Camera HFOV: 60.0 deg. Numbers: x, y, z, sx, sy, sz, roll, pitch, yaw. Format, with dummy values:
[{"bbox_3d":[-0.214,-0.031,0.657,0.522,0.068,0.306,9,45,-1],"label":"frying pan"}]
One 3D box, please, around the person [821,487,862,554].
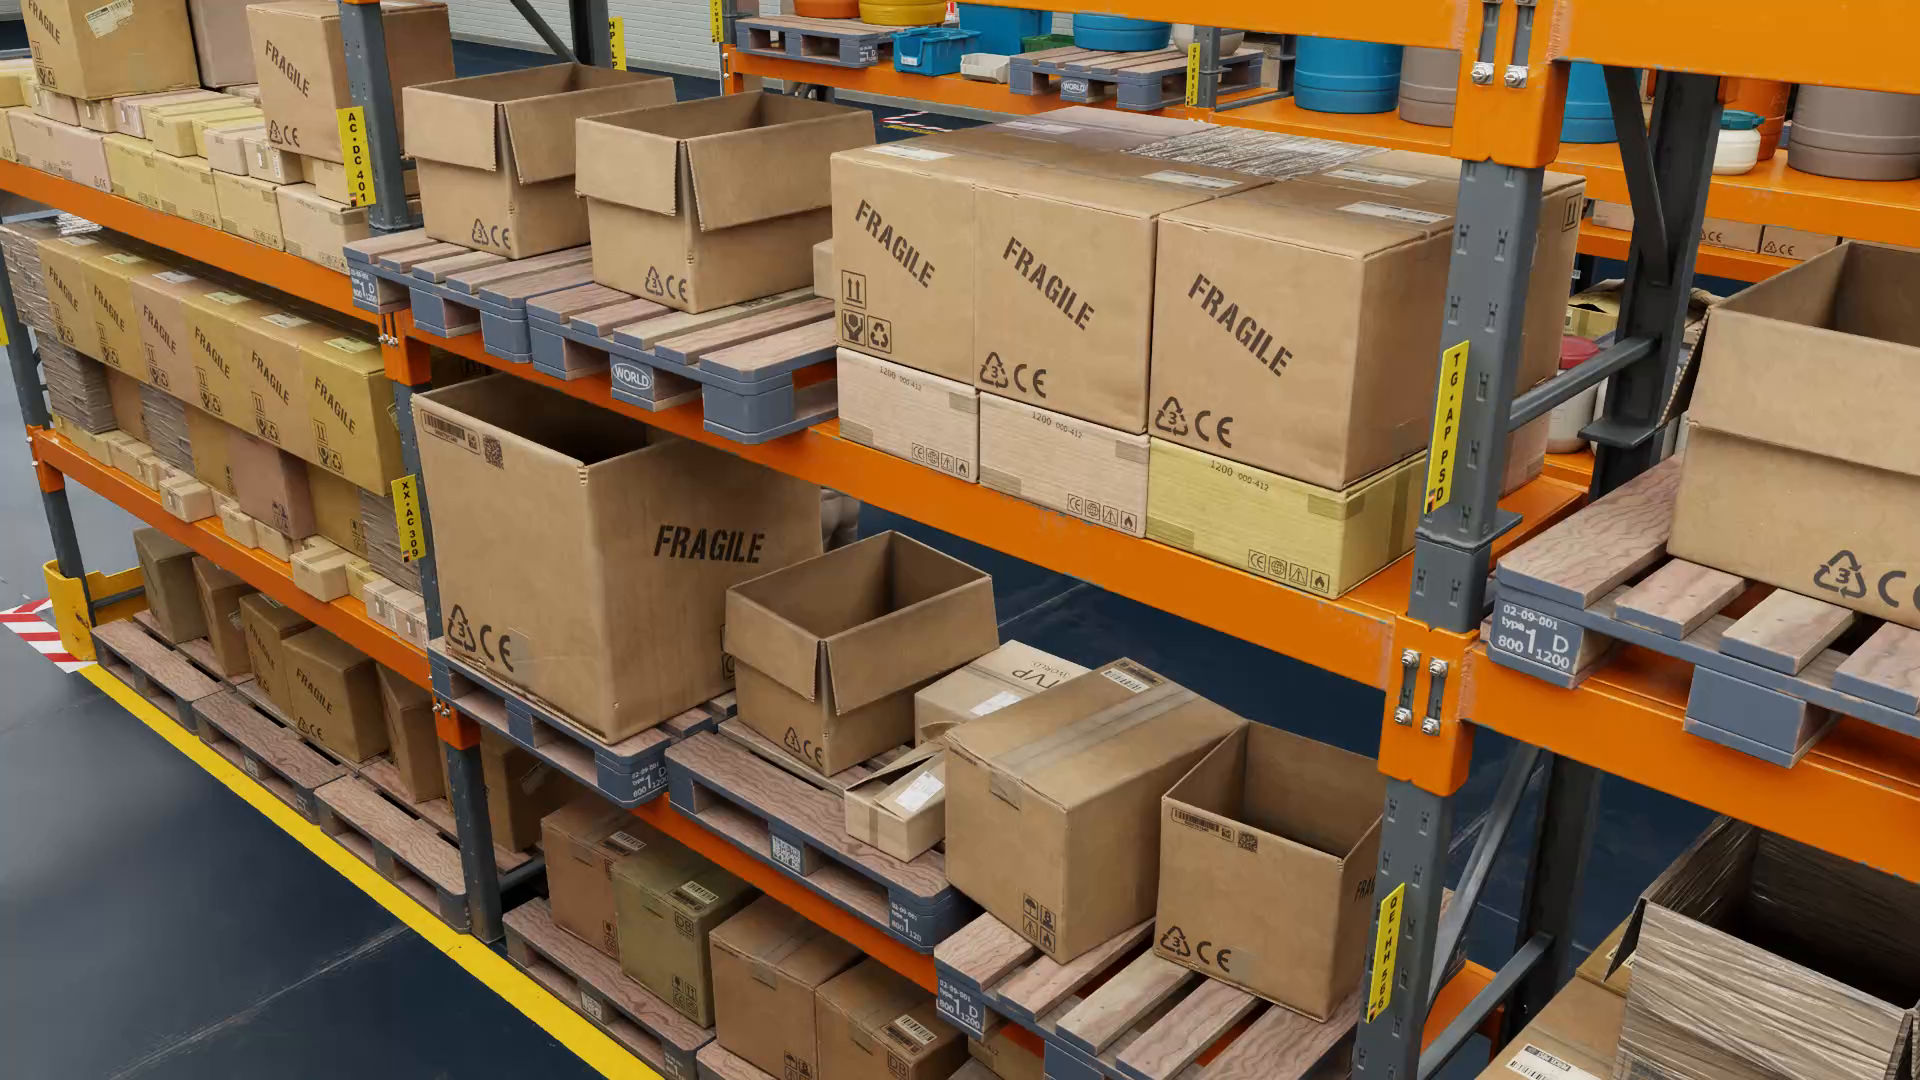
[{"bbox_3d":[-0.764,-0.200,9.072,0.390,1.727,0.585,20,31,38],"label":"person"}]
